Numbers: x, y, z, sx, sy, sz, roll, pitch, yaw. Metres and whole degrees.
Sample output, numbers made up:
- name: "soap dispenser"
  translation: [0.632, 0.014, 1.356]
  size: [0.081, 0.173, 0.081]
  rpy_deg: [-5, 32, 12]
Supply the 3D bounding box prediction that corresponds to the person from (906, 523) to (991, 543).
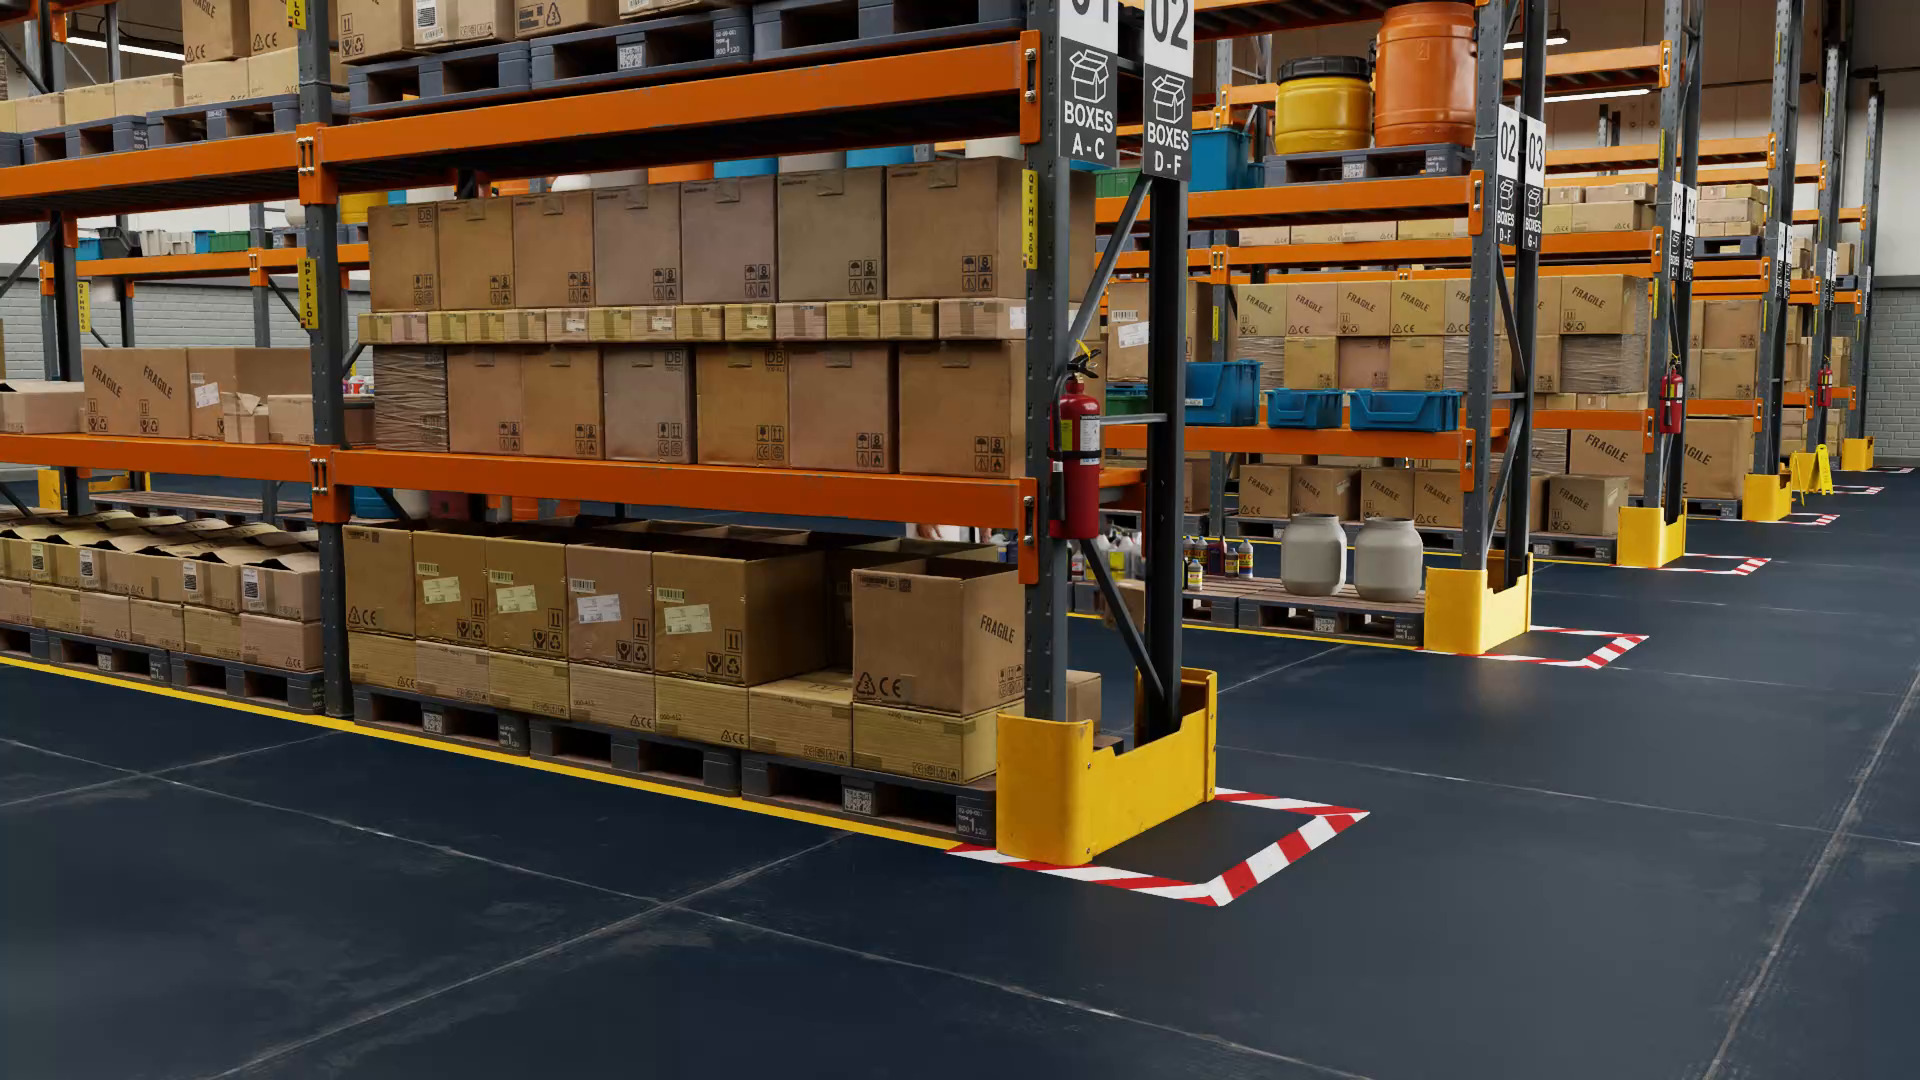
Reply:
- name: "person"
  translation: [-0.018, 0.039, 8.329]
  size: [0.580, 1.574, 0.645]
  rpy_deg: [4, 7, 34]
